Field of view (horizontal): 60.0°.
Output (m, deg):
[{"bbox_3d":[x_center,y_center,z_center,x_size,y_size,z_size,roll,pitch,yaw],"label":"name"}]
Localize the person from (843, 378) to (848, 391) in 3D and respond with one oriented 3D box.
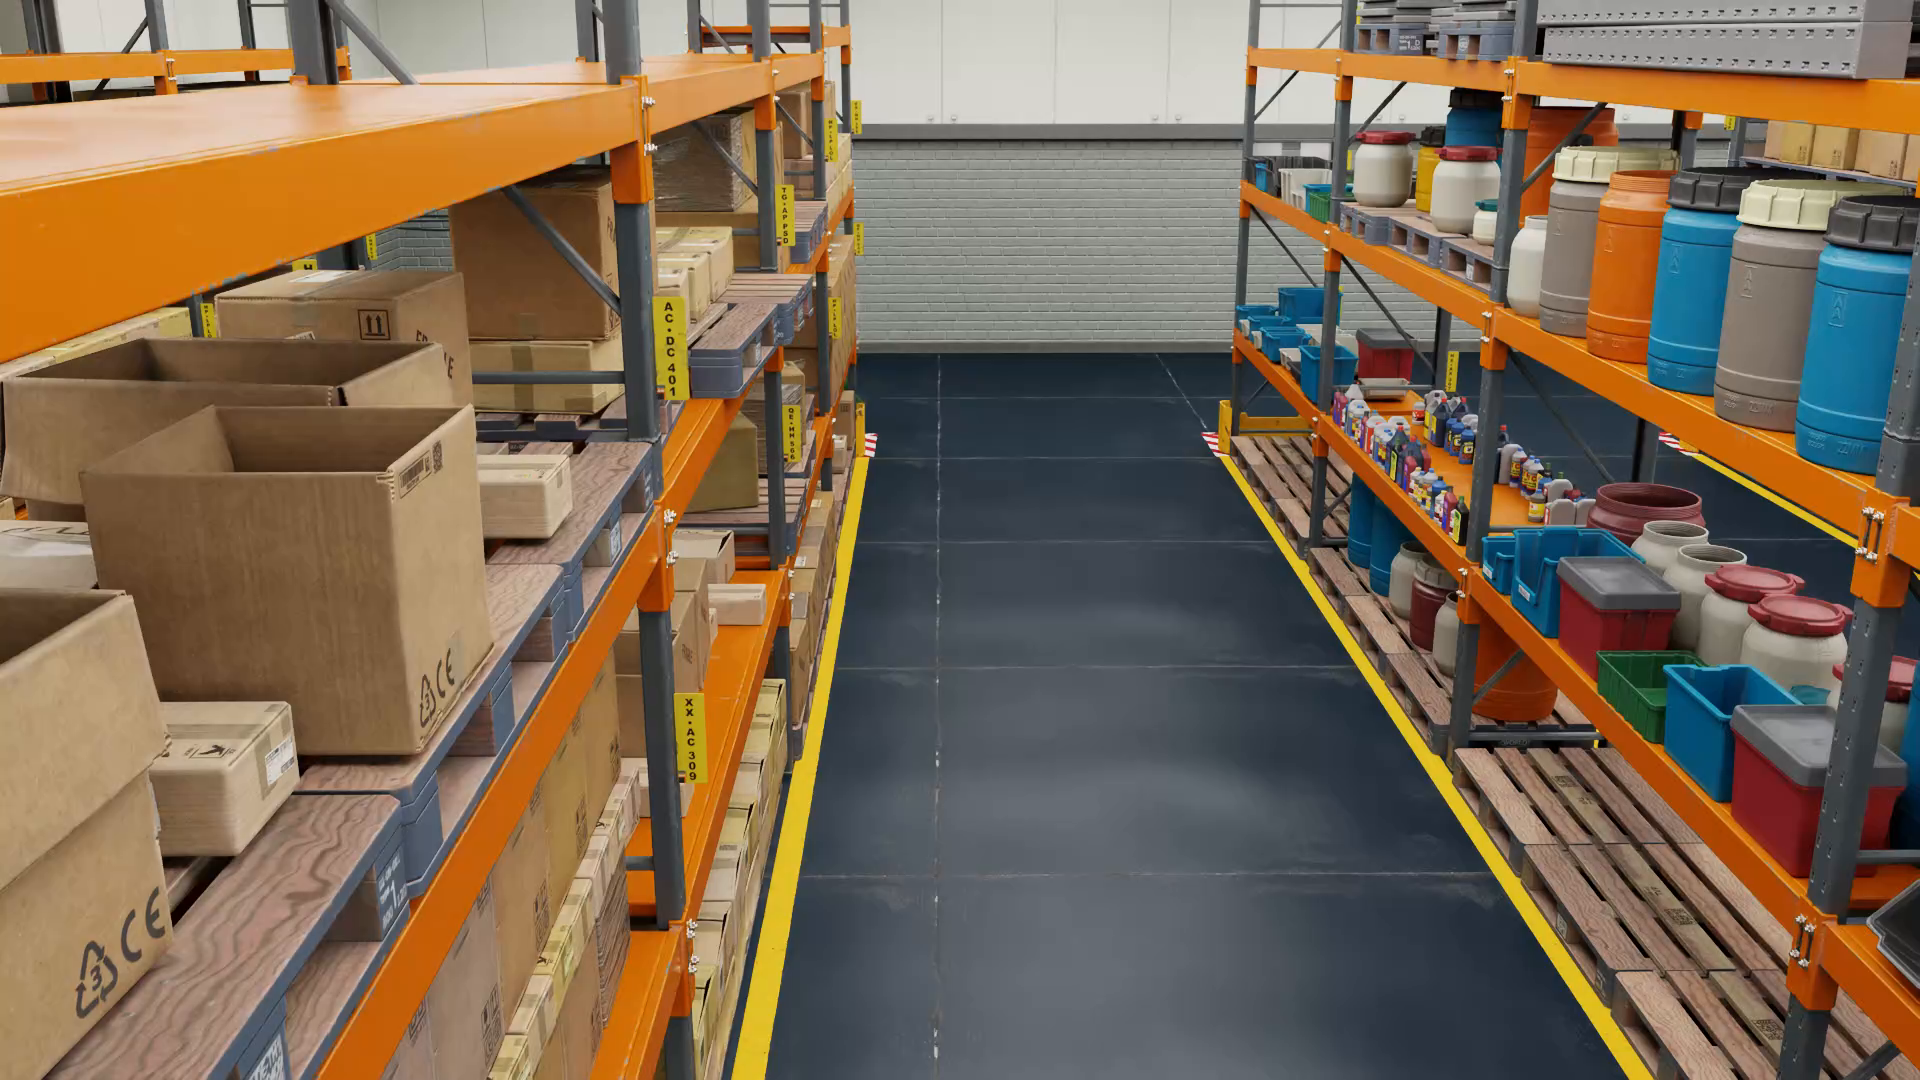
[{"bbox_3d":[-1.456,-2.150,18.553,0.559,1.830,0.667,-1,17,-2],"label":"person"}]
